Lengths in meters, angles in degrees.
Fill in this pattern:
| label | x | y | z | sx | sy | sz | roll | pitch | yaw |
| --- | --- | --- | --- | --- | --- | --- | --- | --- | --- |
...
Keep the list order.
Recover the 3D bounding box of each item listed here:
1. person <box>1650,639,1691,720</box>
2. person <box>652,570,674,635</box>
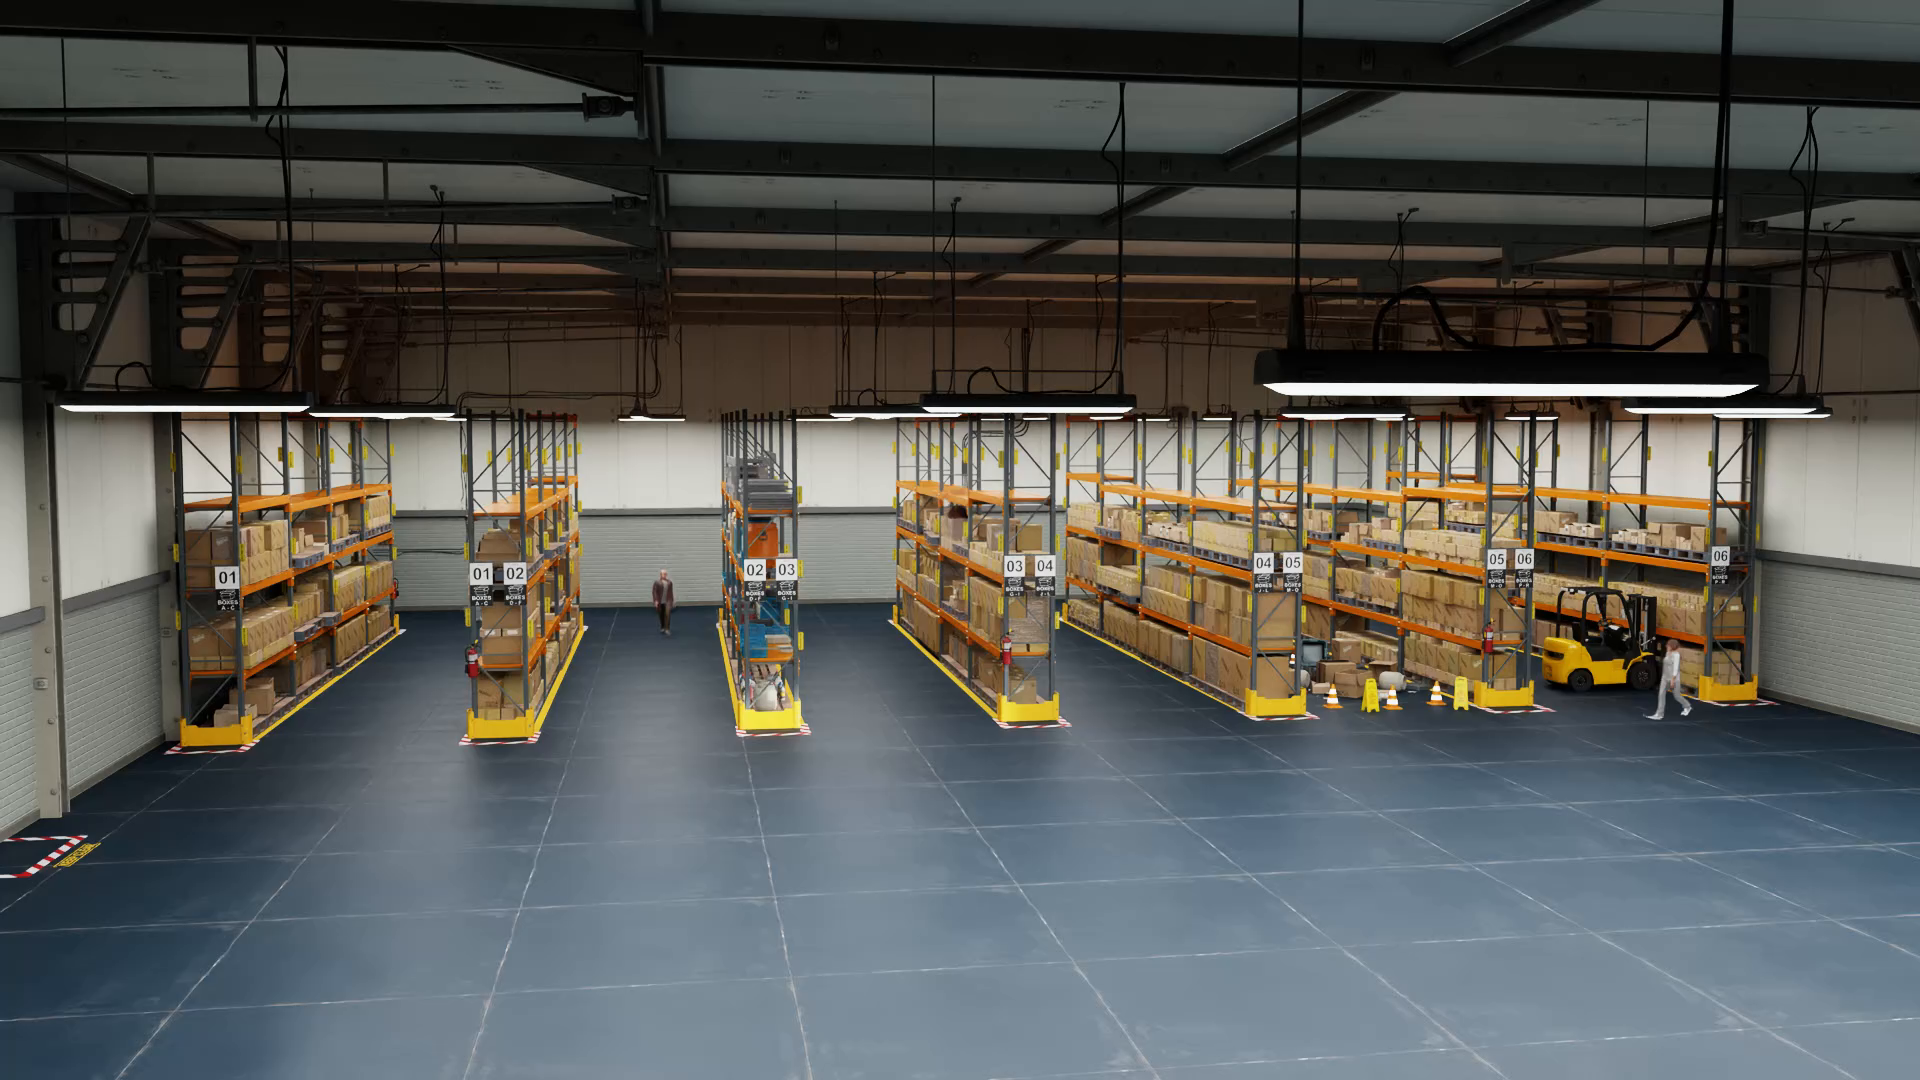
| label | x | y | z | sx | sy | sz | roll | pitch | yaw |
| --- | --- | --- | --- | --- | --- | --- | --- | --- | --- |
| person | 13.802 | 2.688 | 32.177 | 0.896 | 1.563 | 0.395 | -2 | 4 | -27 |
| person | -8.059 | 1.684 | 45.080 | 0.557 | 1.720 | 1.097 | 0 | 4 | -1 |
